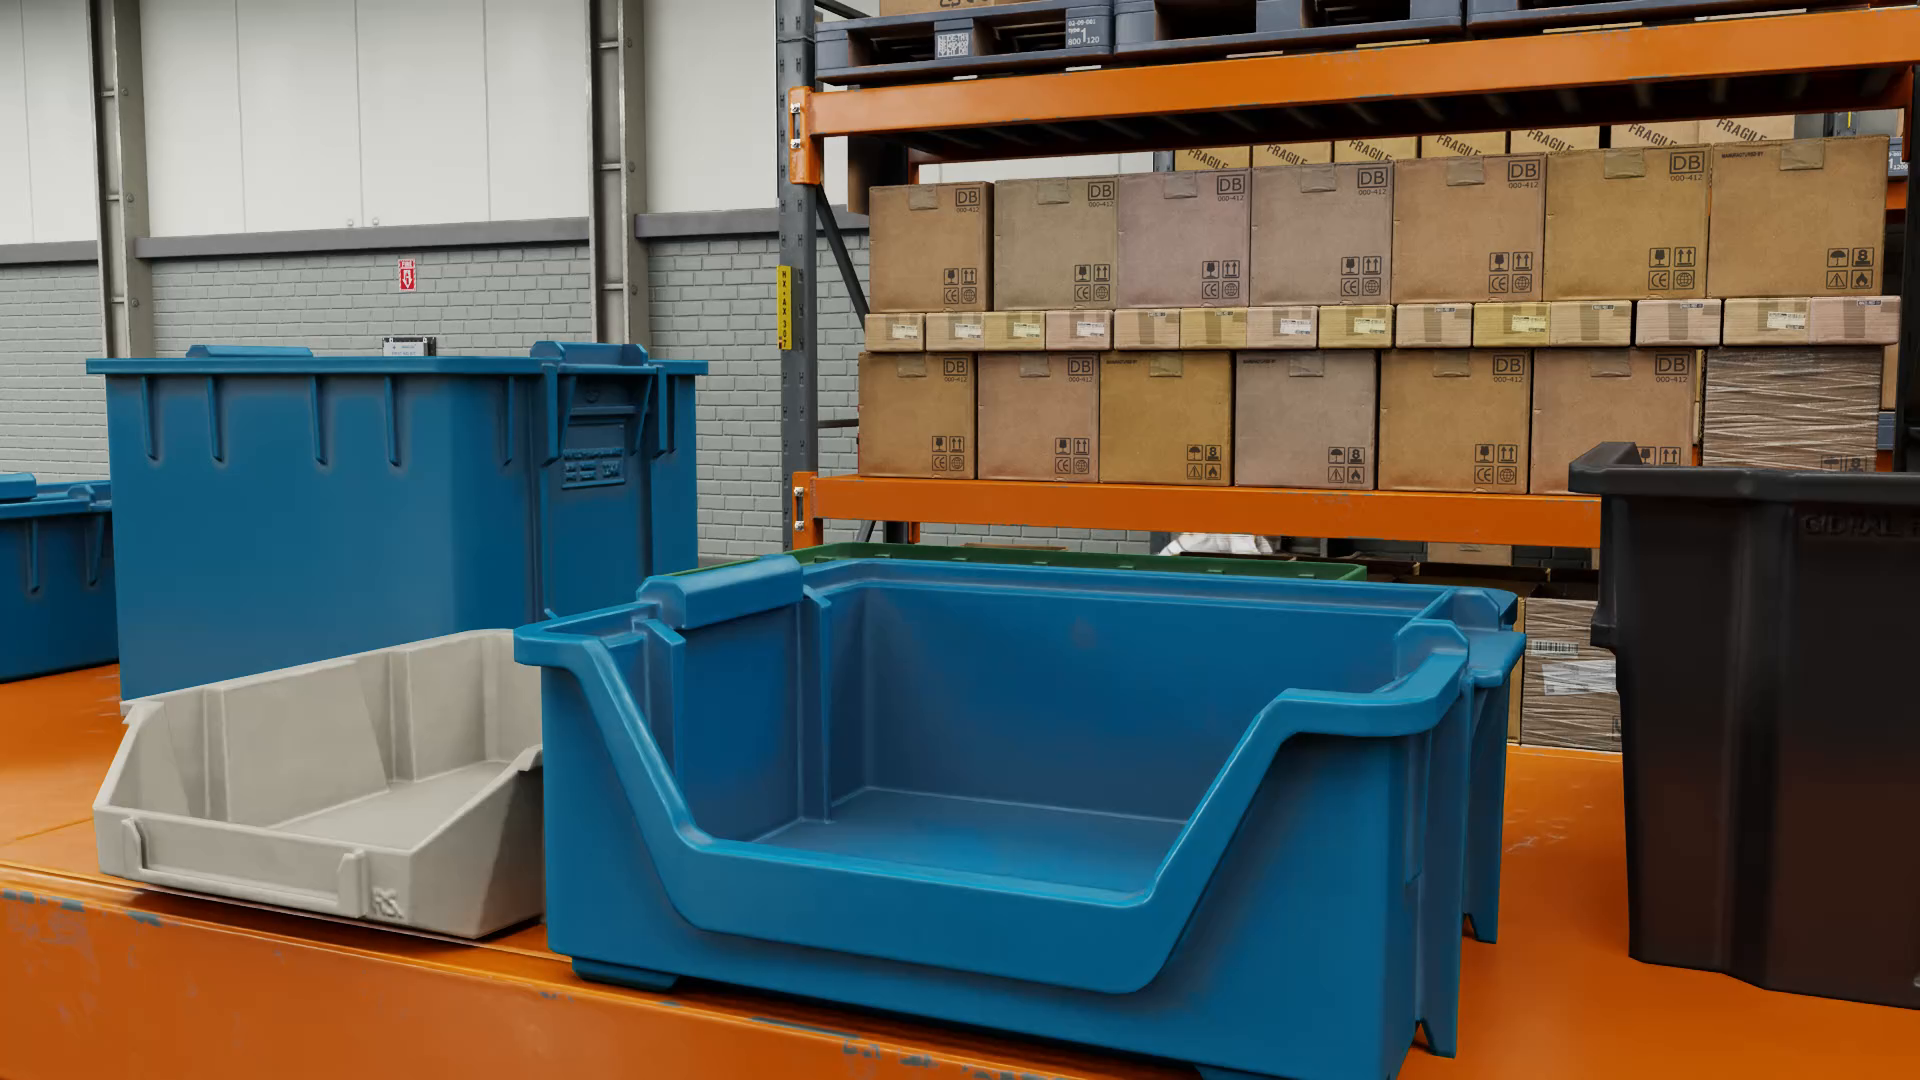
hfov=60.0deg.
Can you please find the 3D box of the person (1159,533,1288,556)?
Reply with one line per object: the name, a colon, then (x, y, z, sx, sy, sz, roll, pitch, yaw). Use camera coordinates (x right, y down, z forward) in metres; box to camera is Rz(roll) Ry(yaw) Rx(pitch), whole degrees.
person: (1.601, 0.227, 9.890, 0.916, 1.038, 0.566, 2, 6, 23)
